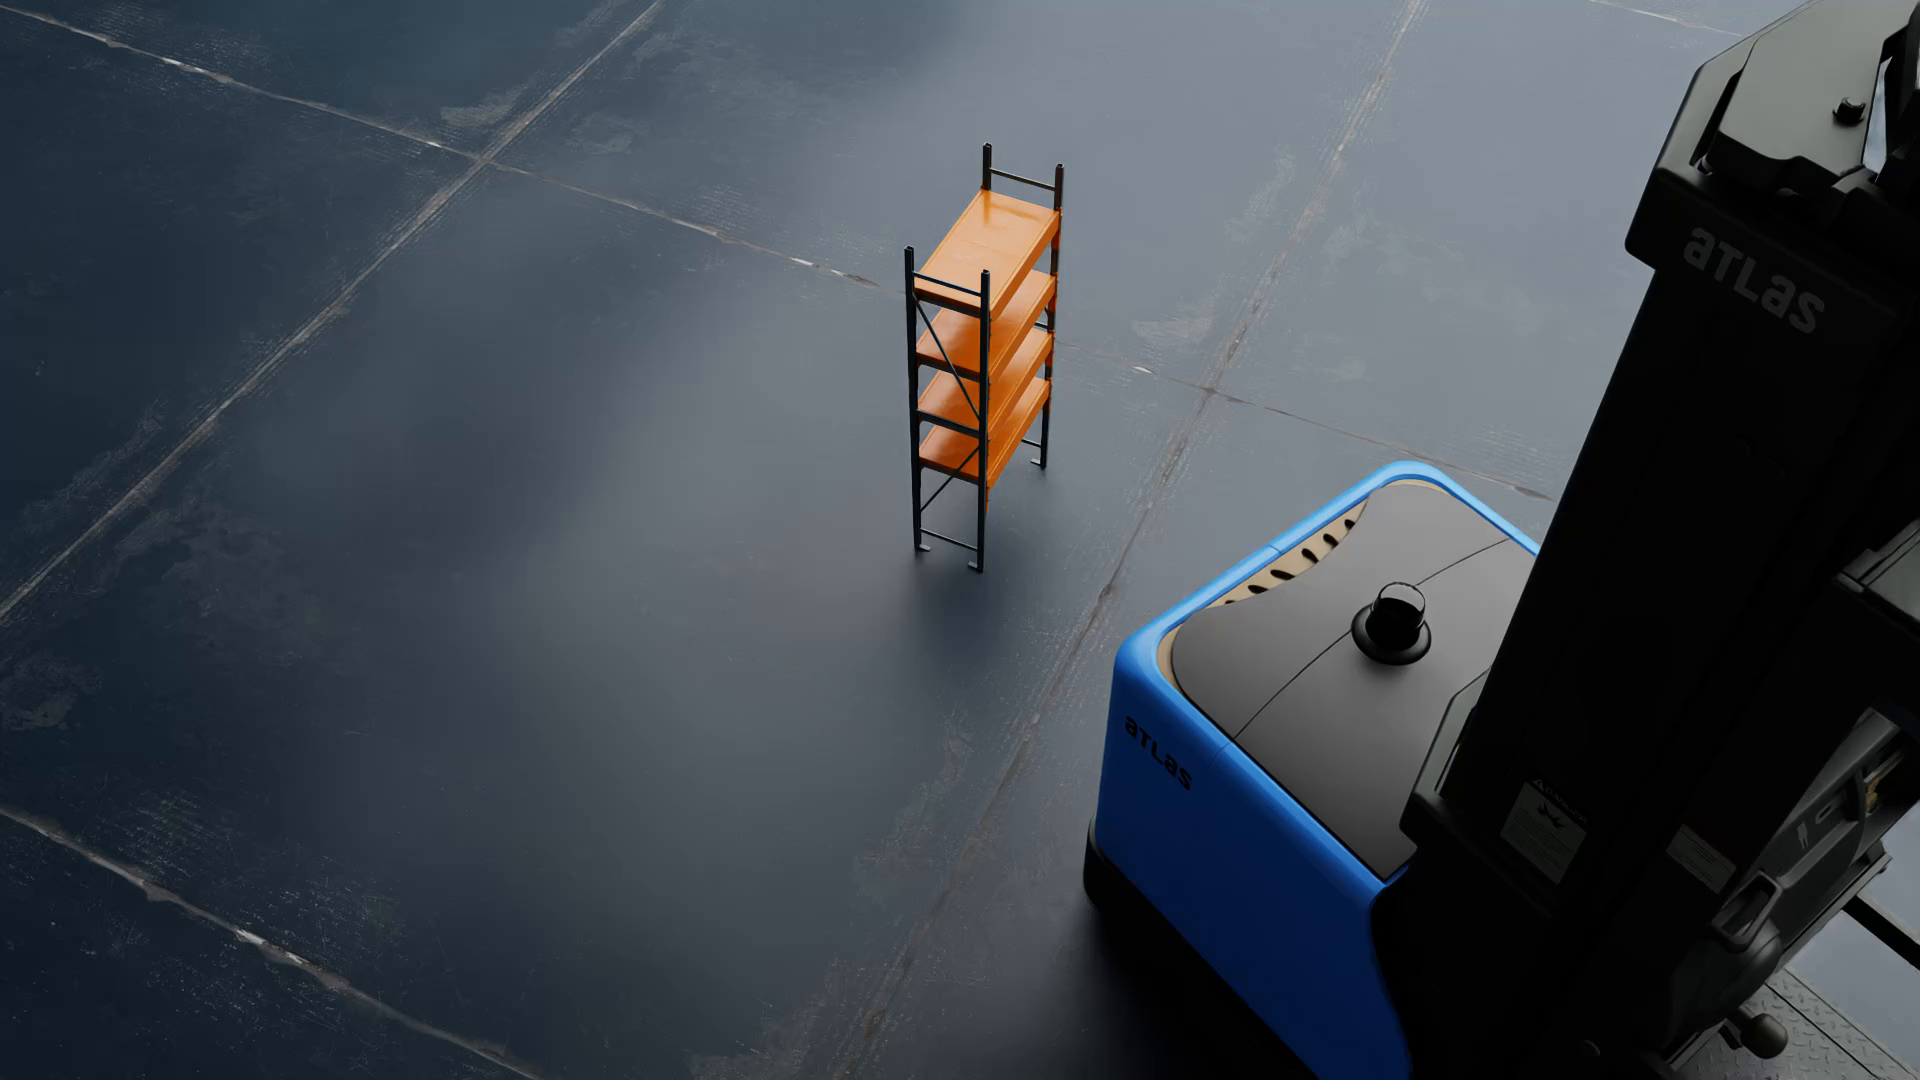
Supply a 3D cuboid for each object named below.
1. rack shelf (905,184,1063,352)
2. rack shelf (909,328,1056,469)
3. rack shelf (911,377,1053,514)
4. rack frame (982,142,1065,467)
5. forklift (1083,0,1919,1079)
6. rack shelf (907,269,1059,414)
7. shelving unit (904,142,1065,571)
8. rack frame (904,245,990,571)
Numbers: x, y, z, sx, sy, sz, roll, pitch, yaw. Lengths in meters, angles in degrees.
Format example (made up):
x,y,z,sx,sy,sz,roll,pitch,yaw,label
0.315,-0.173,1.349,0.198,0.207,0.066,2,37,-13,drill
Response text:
x,y,z,sx,sy,sz,roll,pitch,yaw,label
0.071,-0.757,4.591,0.258,0.148,0.480,20,52,16,rack shelf
0.071,-0.459,4.941,0.258,0.148,0.480,20,52,16,rack shelf
0.071,-0.331,5.092,0.258,0.148,0.480,20,52,16,rack shelf
0.175,-0.671,5.033,0.240,1.200,0.015,20,52,16,rack frame
1.633,0.637,2.784,1.130,2.935,3.031,-31,56,-24,forklift
0.071,-0.604,4.771,0.258,0.148,0.480,20,52,16,rack shelf
0.071,-0.503,4.890,0.258,1.200,0.503,20,52,16,shelving unit
-0.033,-0.335,4.747,0.240,1.200,0.015,20,52,16,rack frame
